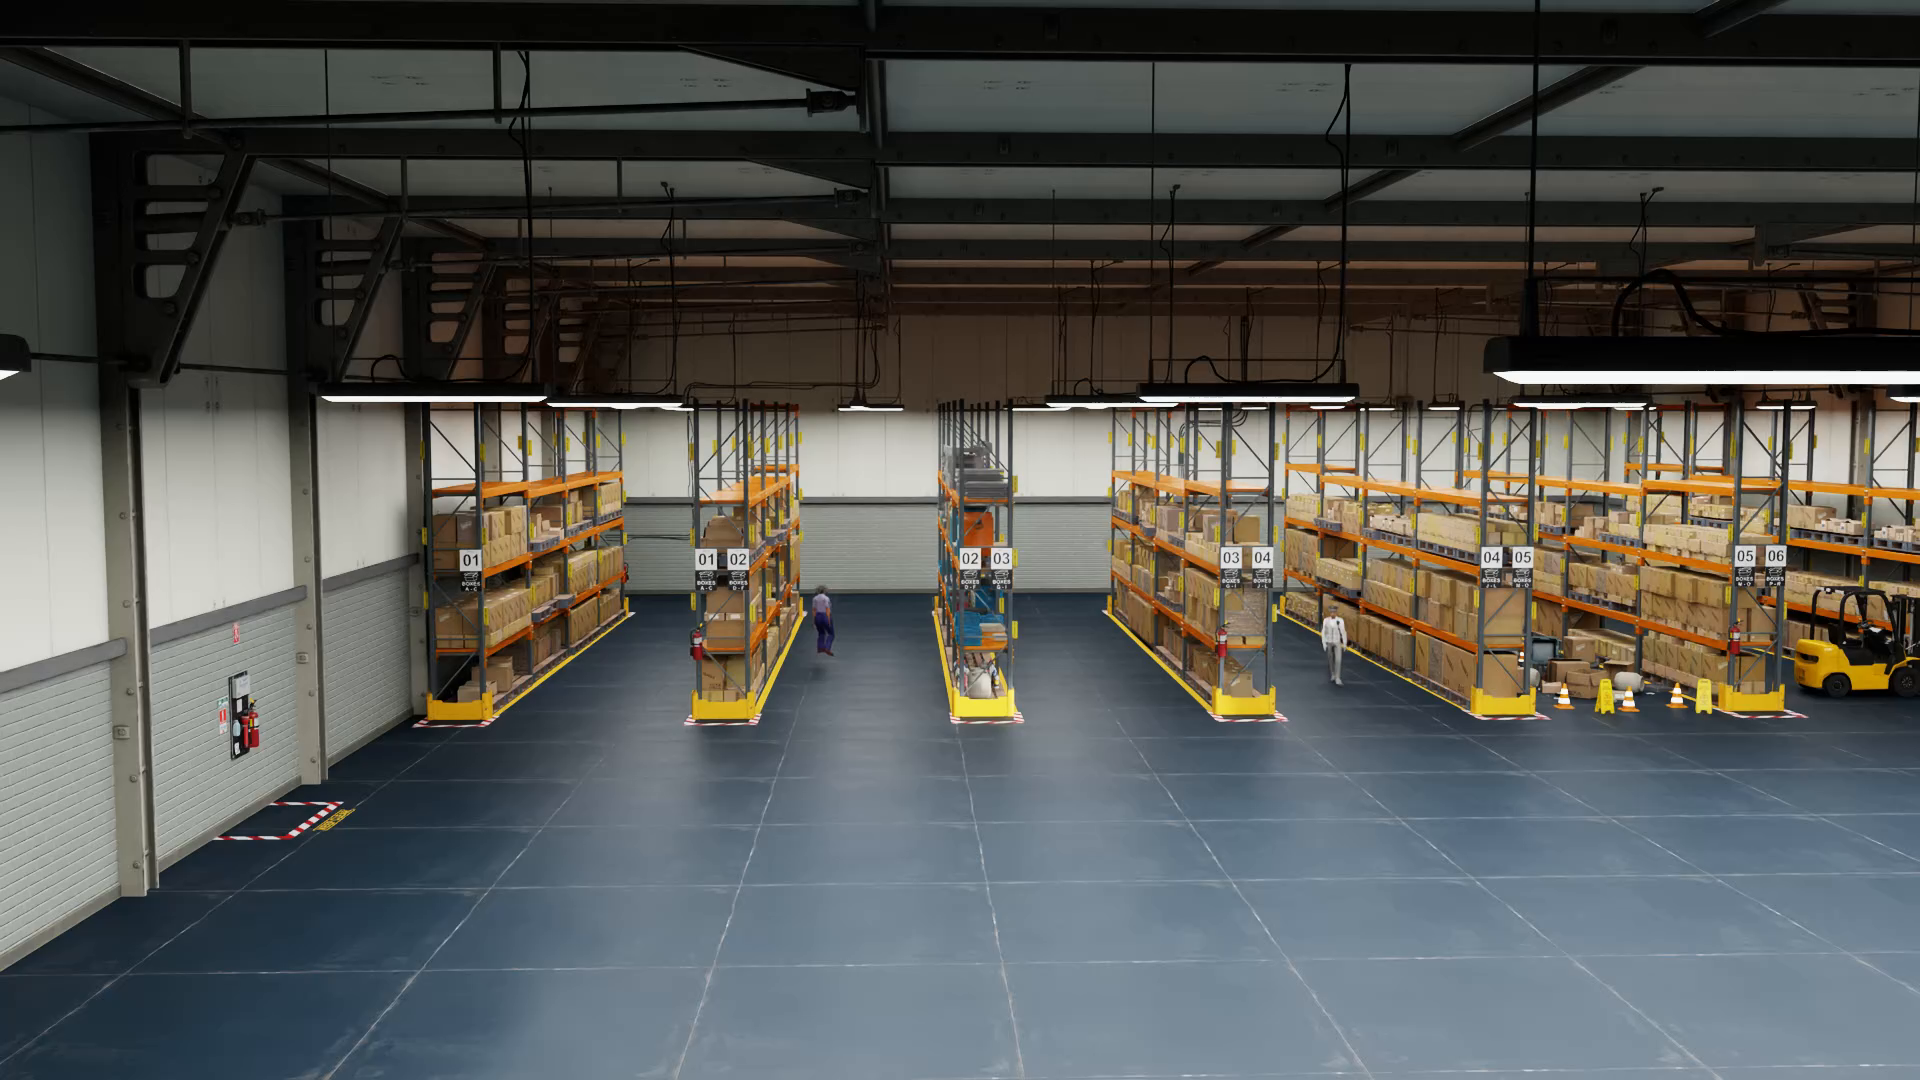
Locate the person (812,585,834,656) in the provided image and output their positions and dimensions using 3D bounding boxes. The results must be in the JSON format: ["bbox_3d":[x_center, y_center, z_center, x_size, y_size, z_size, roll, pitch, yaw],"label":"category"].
[{"bbox_3d":[-3.123,1.841,37.888,0.538,1.621,0.446,1,4,13],"label":"person"}]

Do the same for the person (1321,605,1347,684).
[{"bbox_3d":[7.924,2.205,35.288,0.532,1.629,0.888,2,5,25],"label":"person"}]

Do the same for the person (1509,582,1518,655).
[{"bbox_3d":[12.912,1.874,38.900,0.508,1.779,0.542,-1,4,-13],"label":"person"}]
